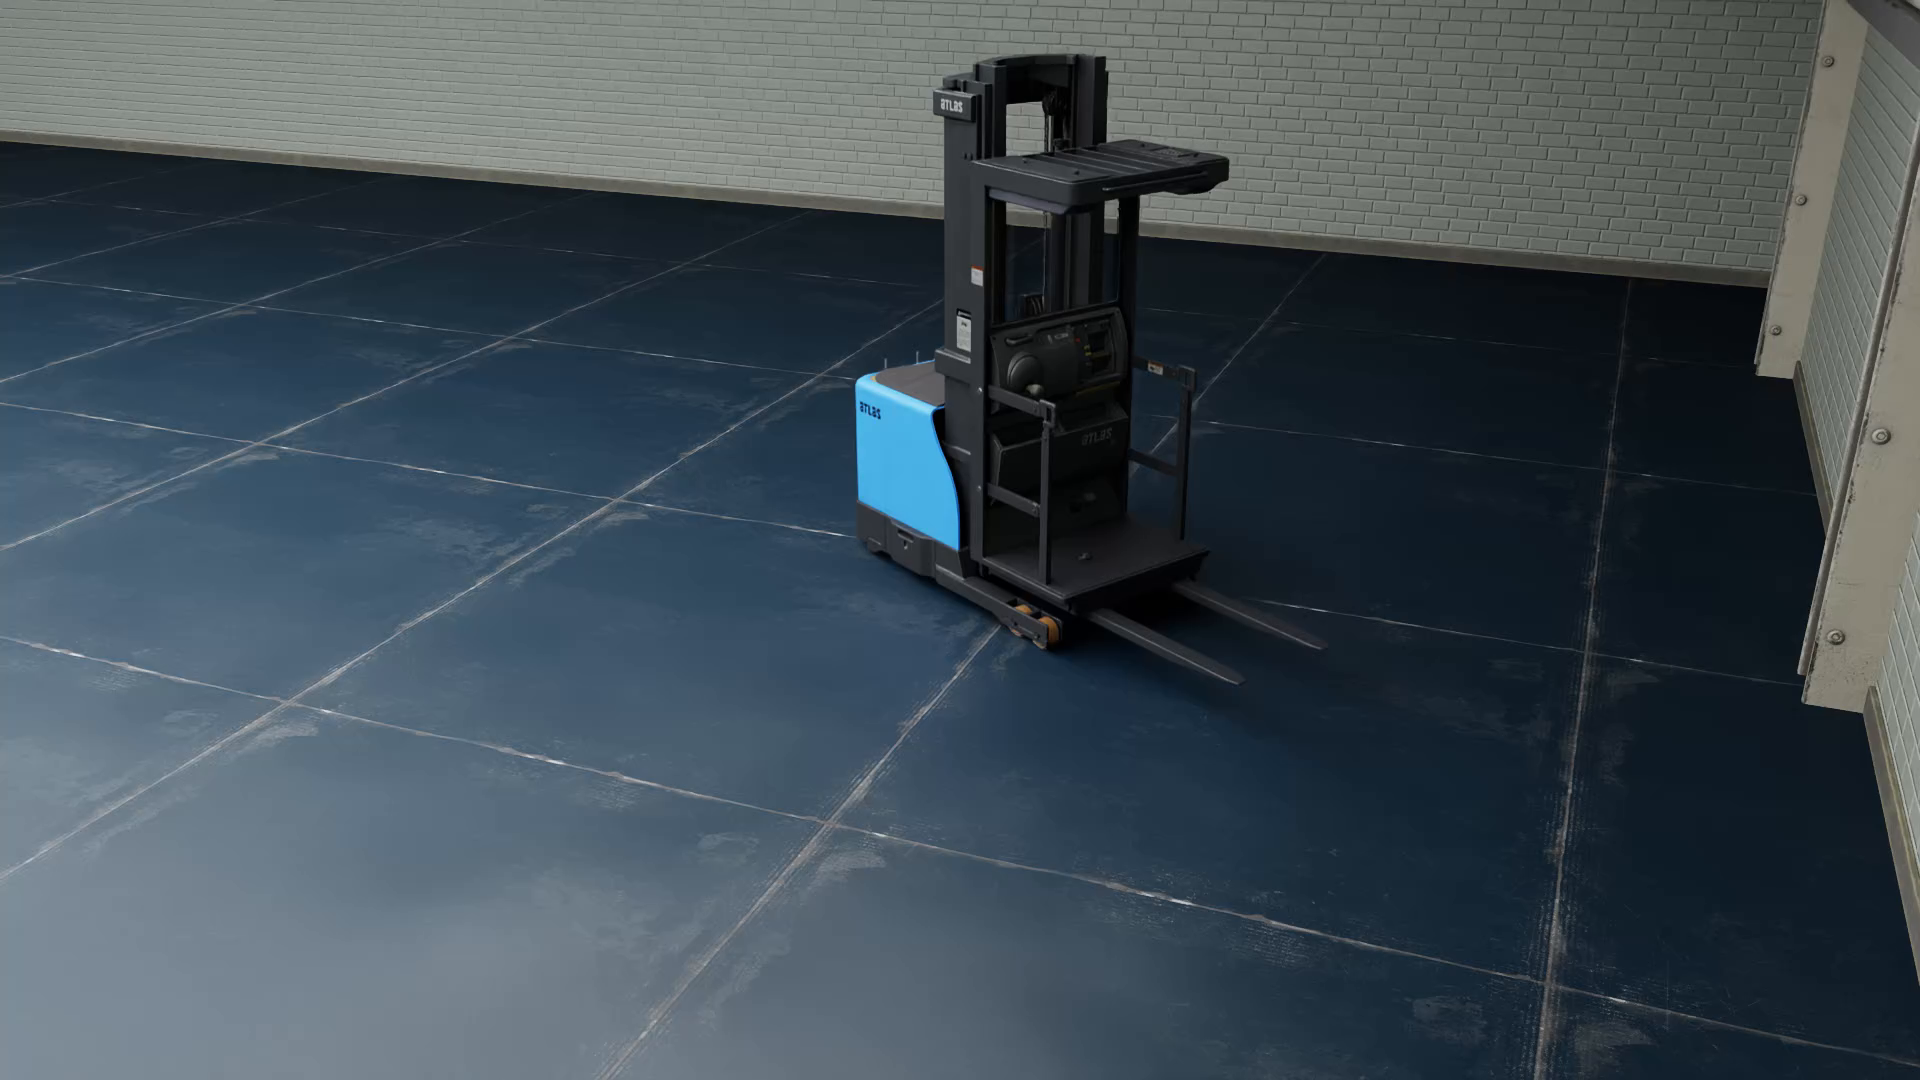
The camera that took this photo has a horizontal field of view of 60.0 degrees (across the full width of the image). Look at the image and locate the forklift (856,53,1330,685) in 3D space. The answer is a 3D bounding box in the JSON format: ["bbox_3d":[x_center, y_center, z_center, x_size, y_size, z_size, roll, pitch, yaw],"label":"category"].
[{"bbox_3d":[0.672,-0.990,8.817,1.130,2.935,3.031,-17,28,-35],"label":"forklift"}]

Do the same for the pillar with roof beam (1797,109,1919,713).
[{"bbox_3d":[0.423,-4.003,8.157,9.100,9.000,0.400,9,24,20],"label":"pillar with roof beam"}]

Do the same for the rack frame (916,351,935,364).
[{"bbox_3d":[-0.206,-0.658,10.463,0.008,1.050,0.200,-17,28,-35],"label":"rack frame"}]

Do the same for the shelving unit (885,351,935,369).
[{"bbox_3d":[-0.301,-0.628,10.392,0.252,1.050,0.215,-17,28,-35],"label":"shelving unit"}]

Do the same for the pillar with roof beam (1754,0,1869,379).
[{"bbox_3d":[2.652,-6.150,13.298,9.100,9.000,0.400,9,24,20],"label":"pillar with roof beam"}]

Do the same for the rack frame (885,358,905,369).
[{"bbox_3d":[-0.396,-0.599,10.322,0.008,1.050,0.200,-17,28,-35],"label":"rack frame"}]
